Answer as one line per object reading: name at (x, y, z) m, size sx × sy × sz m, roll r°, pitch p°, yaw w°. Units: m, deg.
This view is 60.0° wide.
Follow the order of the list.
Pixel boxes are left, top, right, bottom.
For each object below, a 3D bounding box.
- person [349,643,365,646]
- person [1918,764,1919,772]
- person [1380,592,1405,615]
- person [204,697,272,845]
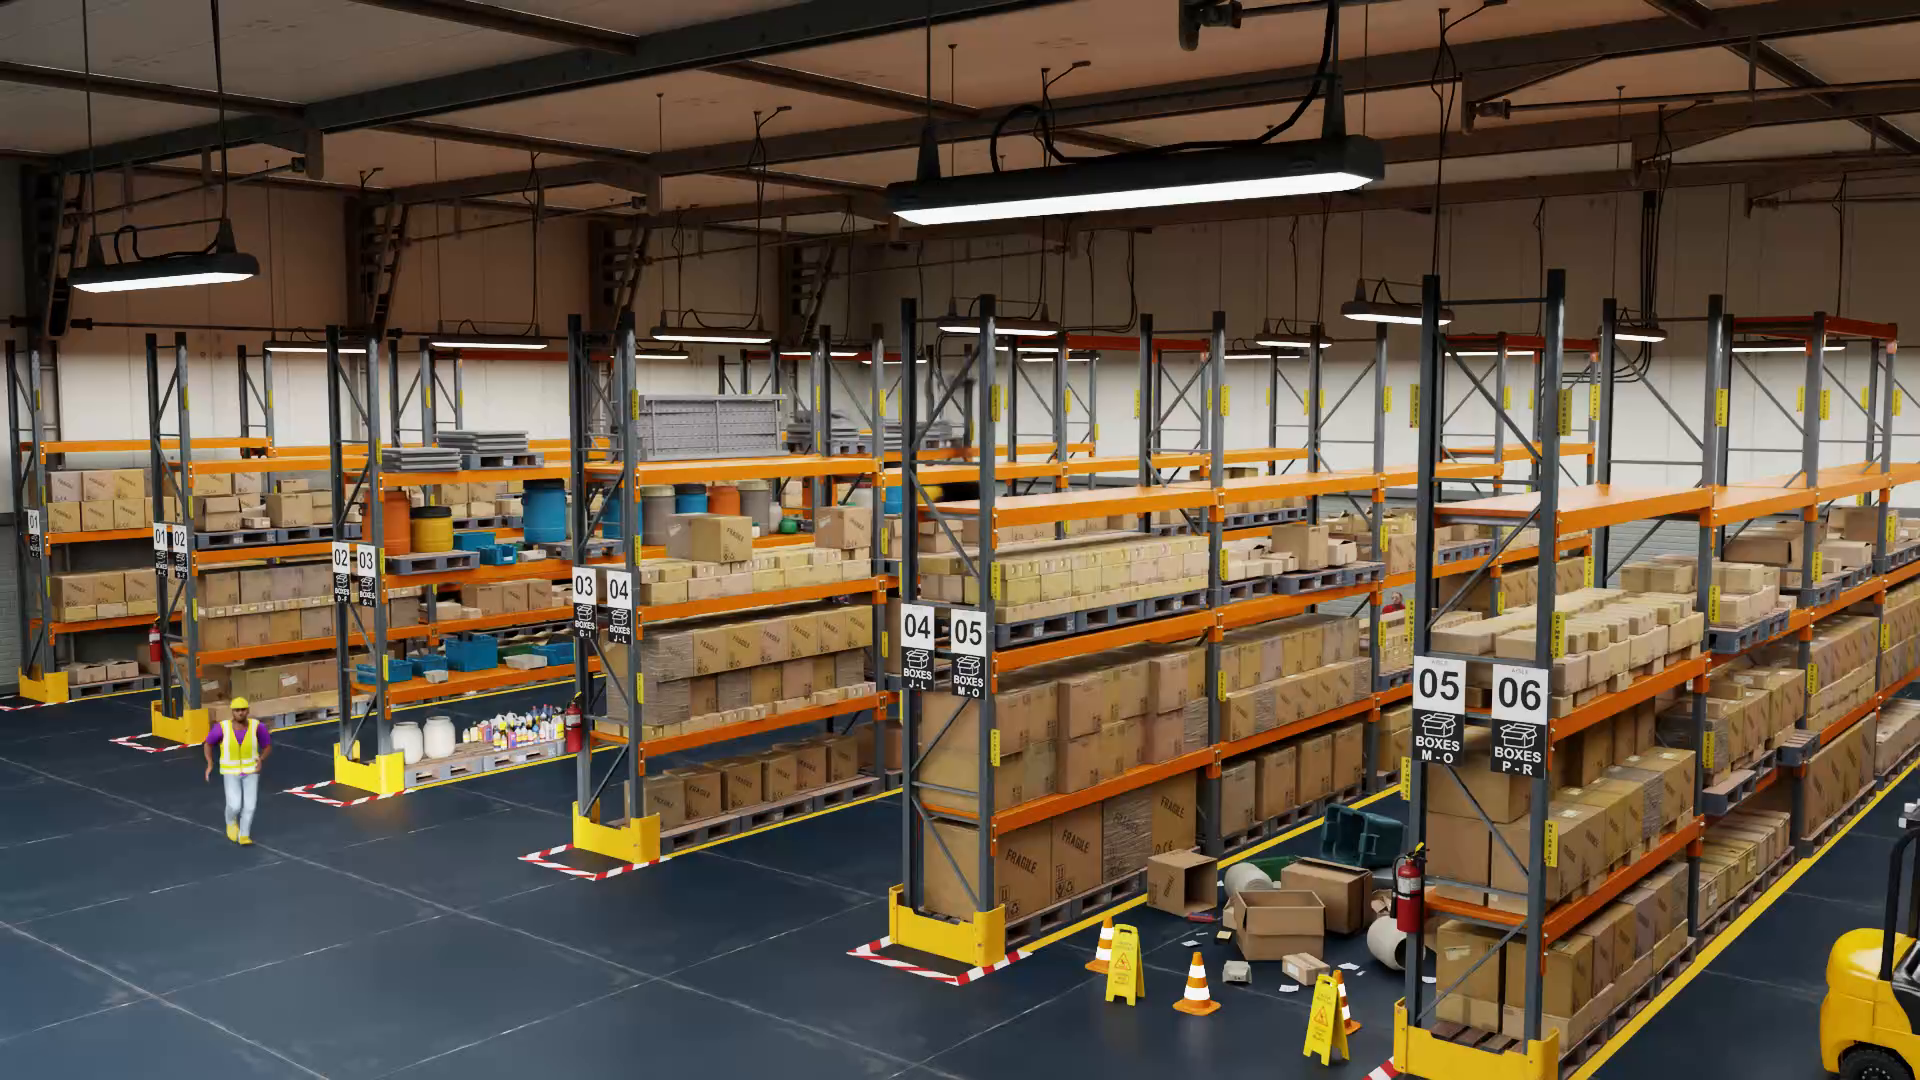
person at (-10.310, 1.712, 28.684) m, size 0.684 × 1.749 × 0.751 m, roll 3°, pitch 6°, yaw 30°
person at (10.346, 2.762, 17.261) m, size 0.714 × 1.778 × 1.102 m, roll 4°, pitch 6°, yaw 36°
person at (7.527, 1.770, 28.501) m, size 0.641 × 1.803 × 0.882 m, roll 4°, pitch 7°, yaw 38°
person at (-8.109, 2.618, 18.727) m, size 0.696 × 1.710 × 0.649 m, roll -3°, pitch 6°, yaw -29°
